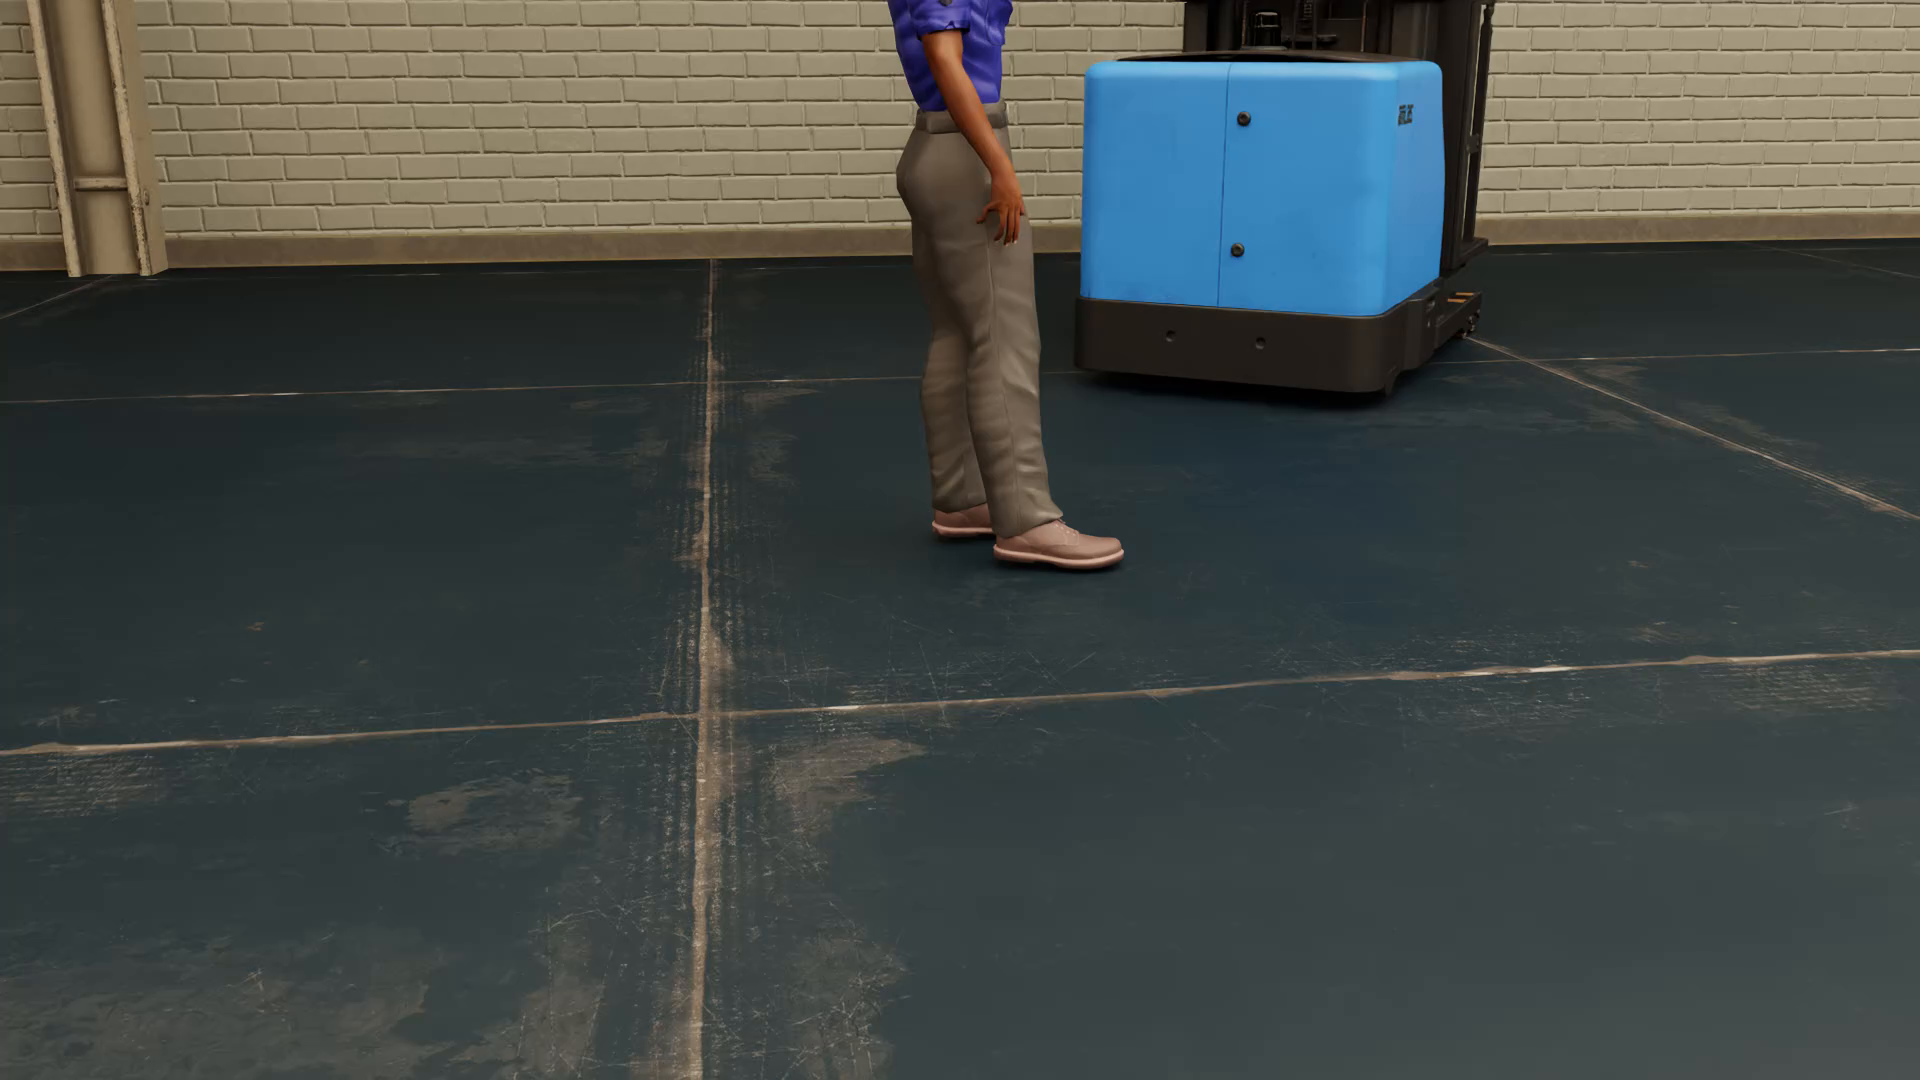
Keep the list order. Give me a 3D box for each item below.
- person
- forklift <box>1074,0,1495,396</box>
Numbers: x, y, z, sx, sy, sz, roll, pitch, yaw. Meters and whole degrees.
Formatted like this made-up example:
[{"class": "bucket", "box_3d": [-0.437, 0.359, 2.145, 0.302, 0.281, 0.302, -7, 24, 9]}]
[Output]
[{"class": "person", "box_3d": [0.090, -0.797, 3.718, 0.504, 1.655, 0.569, -2, 17, -8]}, {"class": "forklift", "box_3d": [1.485, -2.248, 6.348, 1.130, 2.935, 3.031, 8, 18, 24]}]
